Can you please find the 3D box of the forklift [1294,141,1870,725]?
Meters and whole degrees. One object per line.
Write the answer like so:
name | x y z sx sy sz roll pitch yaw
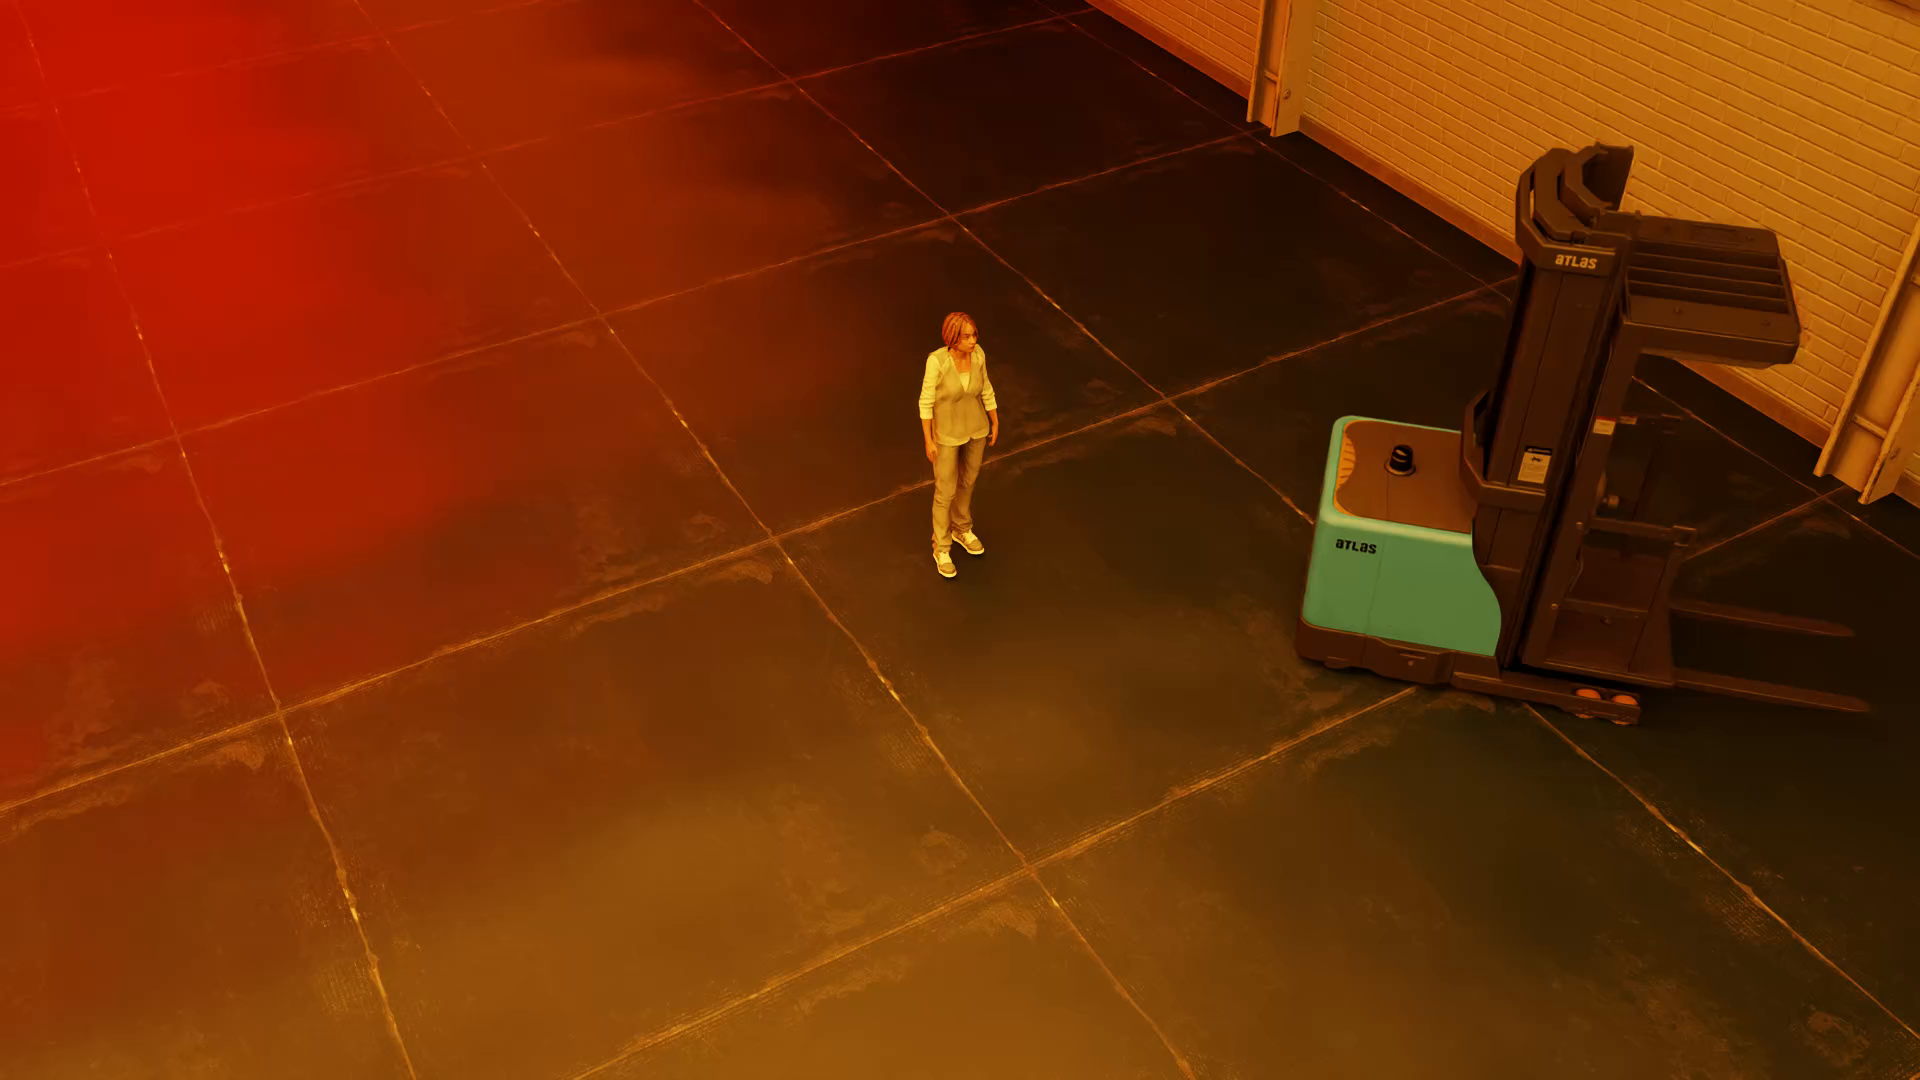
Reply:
forklift | 3.482 -0.493 8.631 3.031 2.935 1.130 10 41 11

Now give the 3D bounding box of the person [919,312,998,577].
person | 0.026 -0.574 9.763 0.521 1.599 0.473 -20 44 -23
